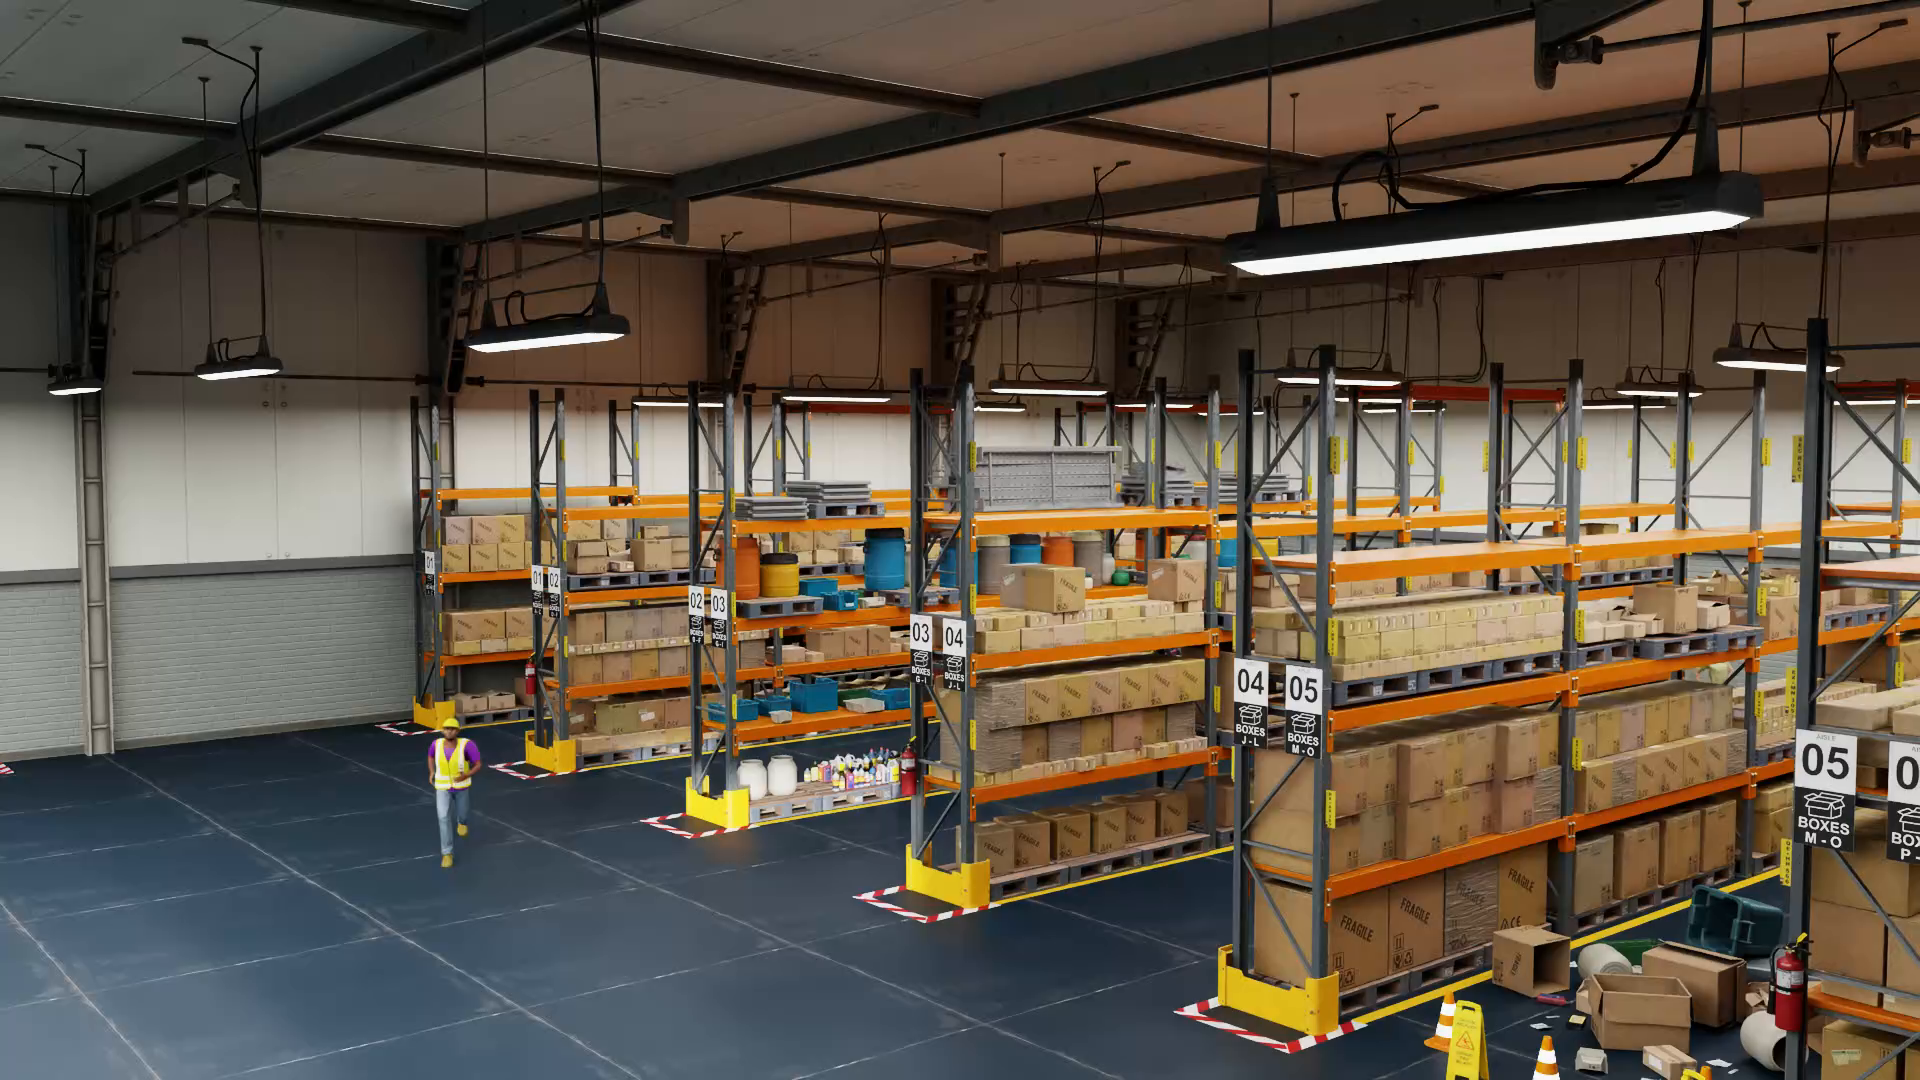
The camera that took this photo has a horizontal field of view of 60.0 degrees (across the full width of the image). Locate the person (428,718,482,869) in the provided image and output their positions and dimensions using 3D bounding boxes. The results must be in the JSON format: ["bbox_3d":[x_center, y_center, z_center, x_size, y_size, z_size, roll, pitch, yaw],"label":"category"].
[{"bbox_3d":[-6.275,3.084,20.656,0.666,1.772,1.133,-1,3,-12],"label":"person"}]

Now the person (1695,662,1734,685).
[{"bbox_3d":[13.293,2.618,29.009,0.624,1.608,0.931,-1,4,-20],"label":"person"}]
